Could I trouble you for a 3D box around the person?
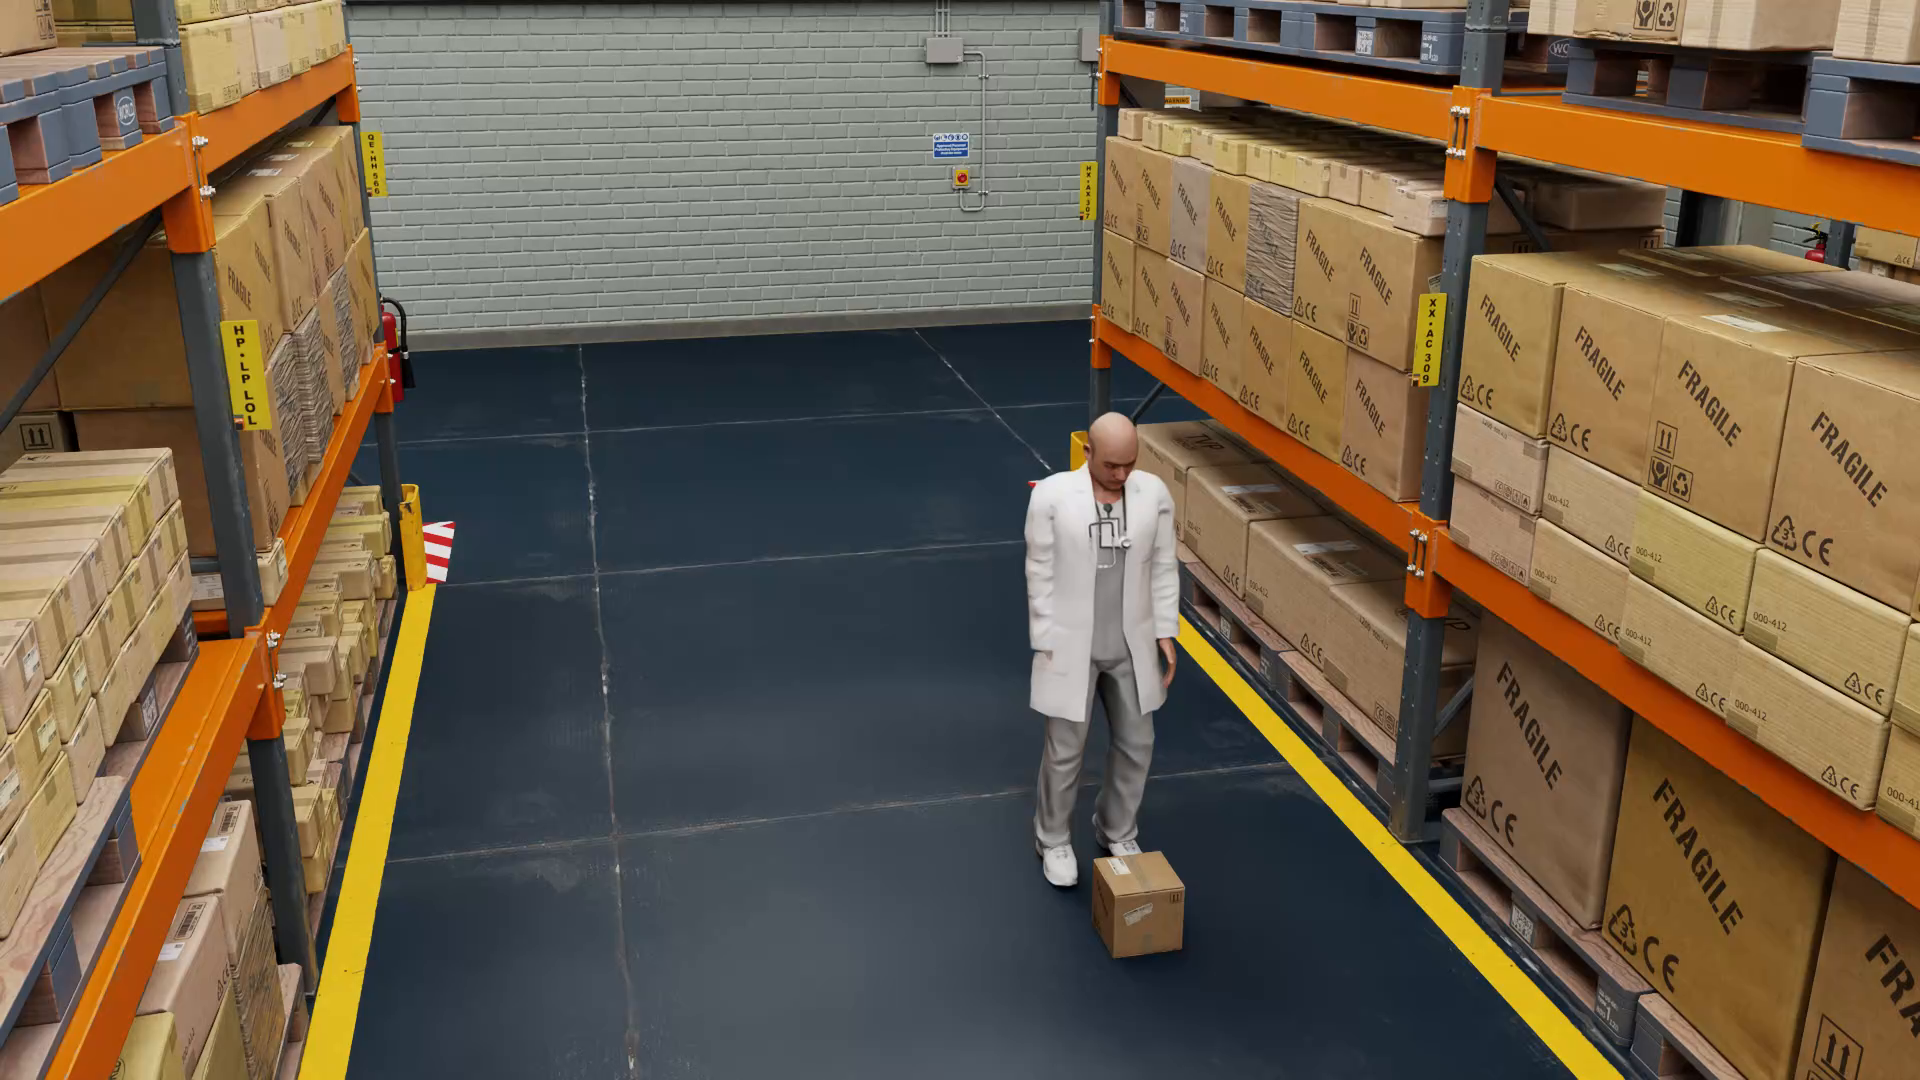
[{"bbox_3d":[0.520,0.390,6.012,0.569,1.765,0.378,-4,20,-11],"label":"person"}]
